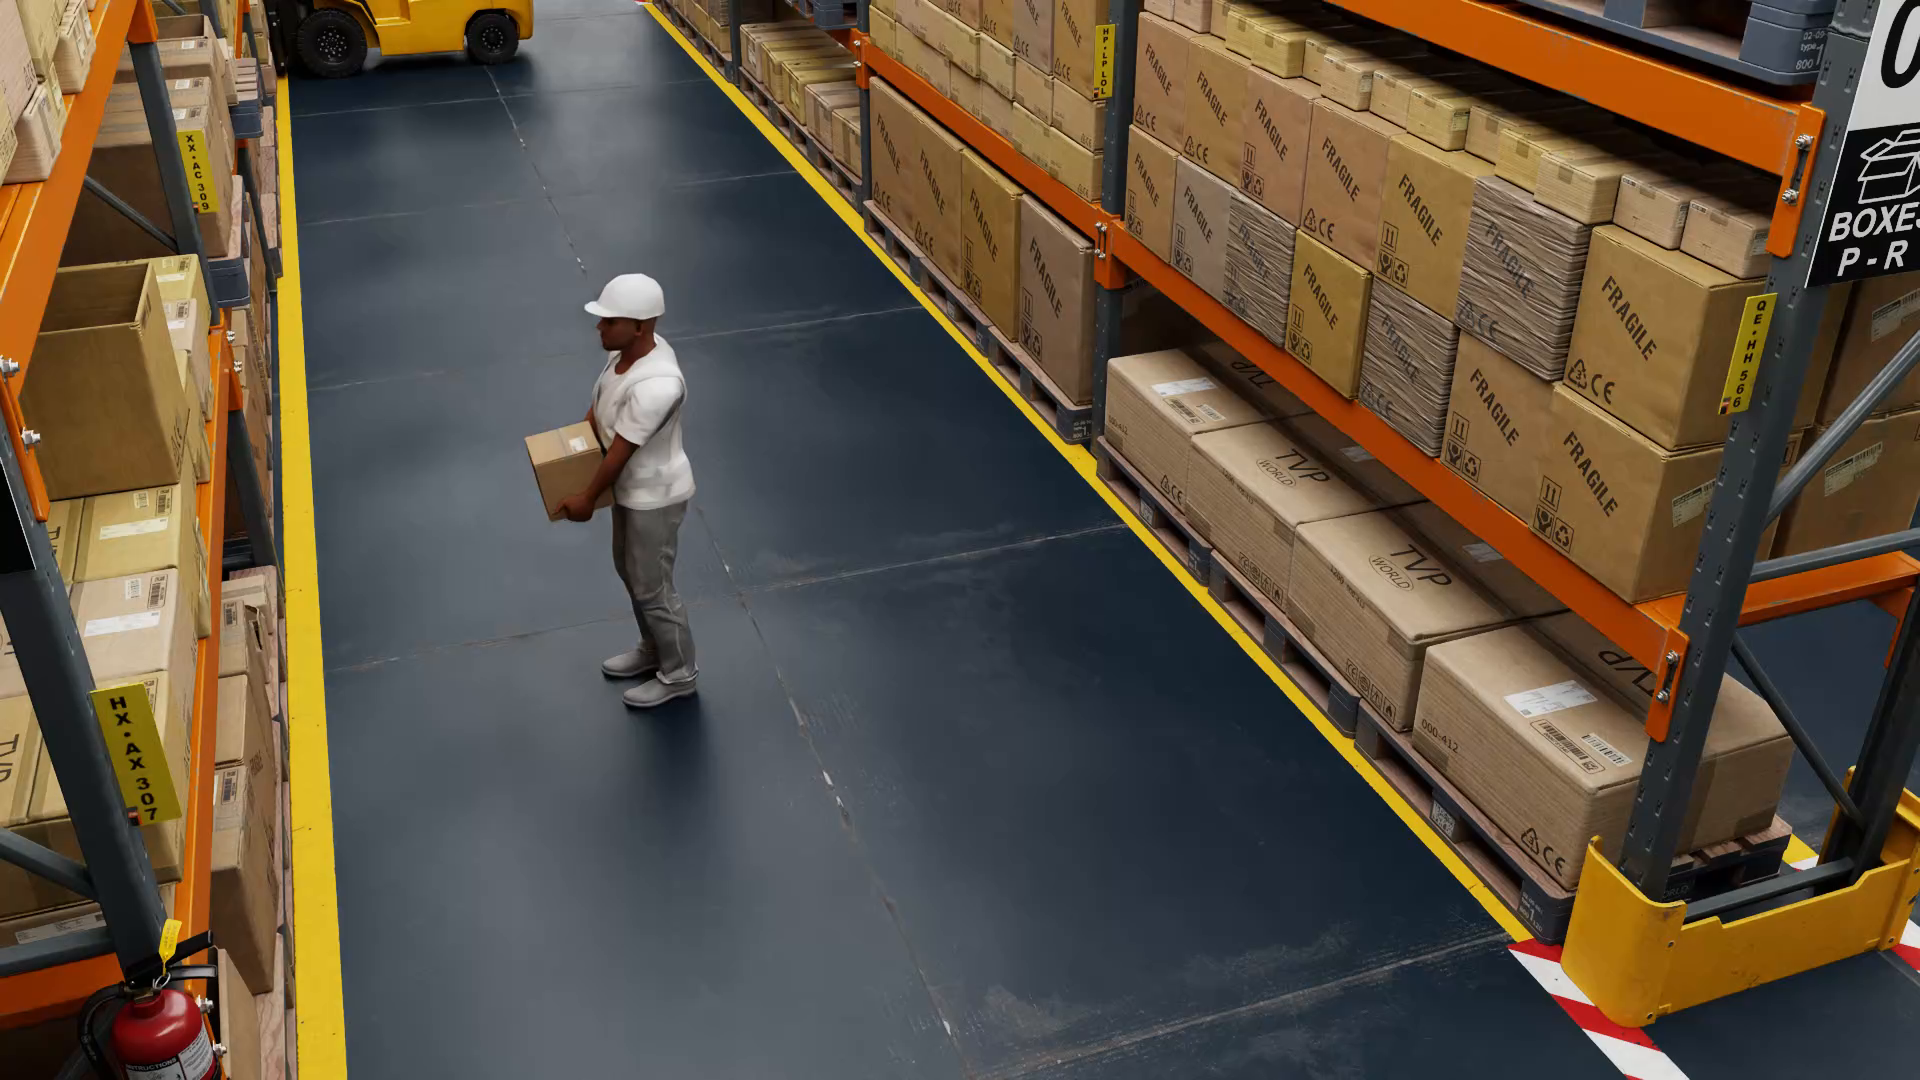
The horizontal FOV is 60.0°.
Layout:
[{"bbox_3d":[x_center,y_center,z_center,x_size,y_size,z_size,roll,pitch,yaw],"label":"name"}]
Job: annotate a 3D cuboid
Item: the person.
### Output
[{"bbox_3d":[-1.306,-0.170,6.405,0.557,1.763,0.505,-11,31,-18],"label":"person"}]
